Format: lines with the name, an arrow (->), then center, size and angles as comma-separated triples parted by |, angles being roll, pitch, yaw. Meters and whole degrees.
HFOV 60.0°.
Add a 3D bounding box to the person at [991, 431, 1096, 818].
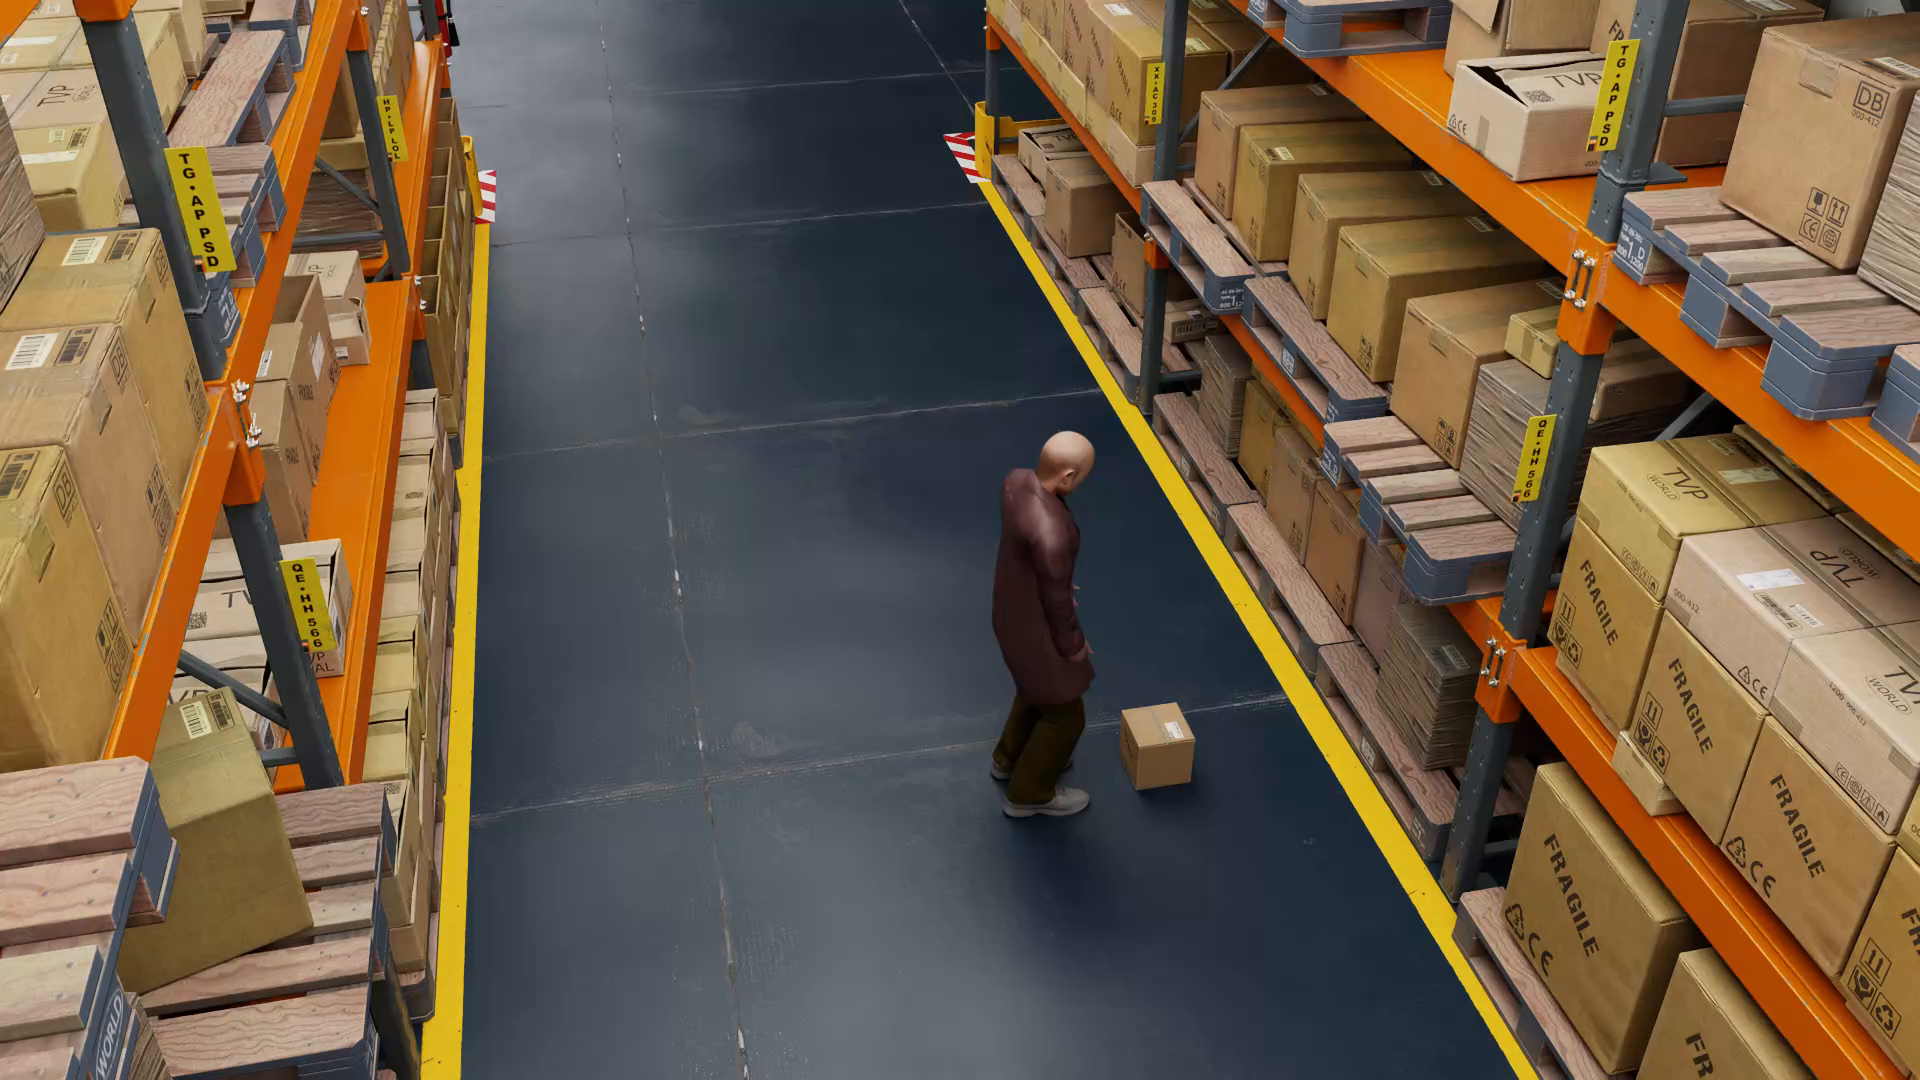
person -> 0.335, 0.332, 6.709 | 0.409, 1.737, 0.587 | -6, 34, -9
